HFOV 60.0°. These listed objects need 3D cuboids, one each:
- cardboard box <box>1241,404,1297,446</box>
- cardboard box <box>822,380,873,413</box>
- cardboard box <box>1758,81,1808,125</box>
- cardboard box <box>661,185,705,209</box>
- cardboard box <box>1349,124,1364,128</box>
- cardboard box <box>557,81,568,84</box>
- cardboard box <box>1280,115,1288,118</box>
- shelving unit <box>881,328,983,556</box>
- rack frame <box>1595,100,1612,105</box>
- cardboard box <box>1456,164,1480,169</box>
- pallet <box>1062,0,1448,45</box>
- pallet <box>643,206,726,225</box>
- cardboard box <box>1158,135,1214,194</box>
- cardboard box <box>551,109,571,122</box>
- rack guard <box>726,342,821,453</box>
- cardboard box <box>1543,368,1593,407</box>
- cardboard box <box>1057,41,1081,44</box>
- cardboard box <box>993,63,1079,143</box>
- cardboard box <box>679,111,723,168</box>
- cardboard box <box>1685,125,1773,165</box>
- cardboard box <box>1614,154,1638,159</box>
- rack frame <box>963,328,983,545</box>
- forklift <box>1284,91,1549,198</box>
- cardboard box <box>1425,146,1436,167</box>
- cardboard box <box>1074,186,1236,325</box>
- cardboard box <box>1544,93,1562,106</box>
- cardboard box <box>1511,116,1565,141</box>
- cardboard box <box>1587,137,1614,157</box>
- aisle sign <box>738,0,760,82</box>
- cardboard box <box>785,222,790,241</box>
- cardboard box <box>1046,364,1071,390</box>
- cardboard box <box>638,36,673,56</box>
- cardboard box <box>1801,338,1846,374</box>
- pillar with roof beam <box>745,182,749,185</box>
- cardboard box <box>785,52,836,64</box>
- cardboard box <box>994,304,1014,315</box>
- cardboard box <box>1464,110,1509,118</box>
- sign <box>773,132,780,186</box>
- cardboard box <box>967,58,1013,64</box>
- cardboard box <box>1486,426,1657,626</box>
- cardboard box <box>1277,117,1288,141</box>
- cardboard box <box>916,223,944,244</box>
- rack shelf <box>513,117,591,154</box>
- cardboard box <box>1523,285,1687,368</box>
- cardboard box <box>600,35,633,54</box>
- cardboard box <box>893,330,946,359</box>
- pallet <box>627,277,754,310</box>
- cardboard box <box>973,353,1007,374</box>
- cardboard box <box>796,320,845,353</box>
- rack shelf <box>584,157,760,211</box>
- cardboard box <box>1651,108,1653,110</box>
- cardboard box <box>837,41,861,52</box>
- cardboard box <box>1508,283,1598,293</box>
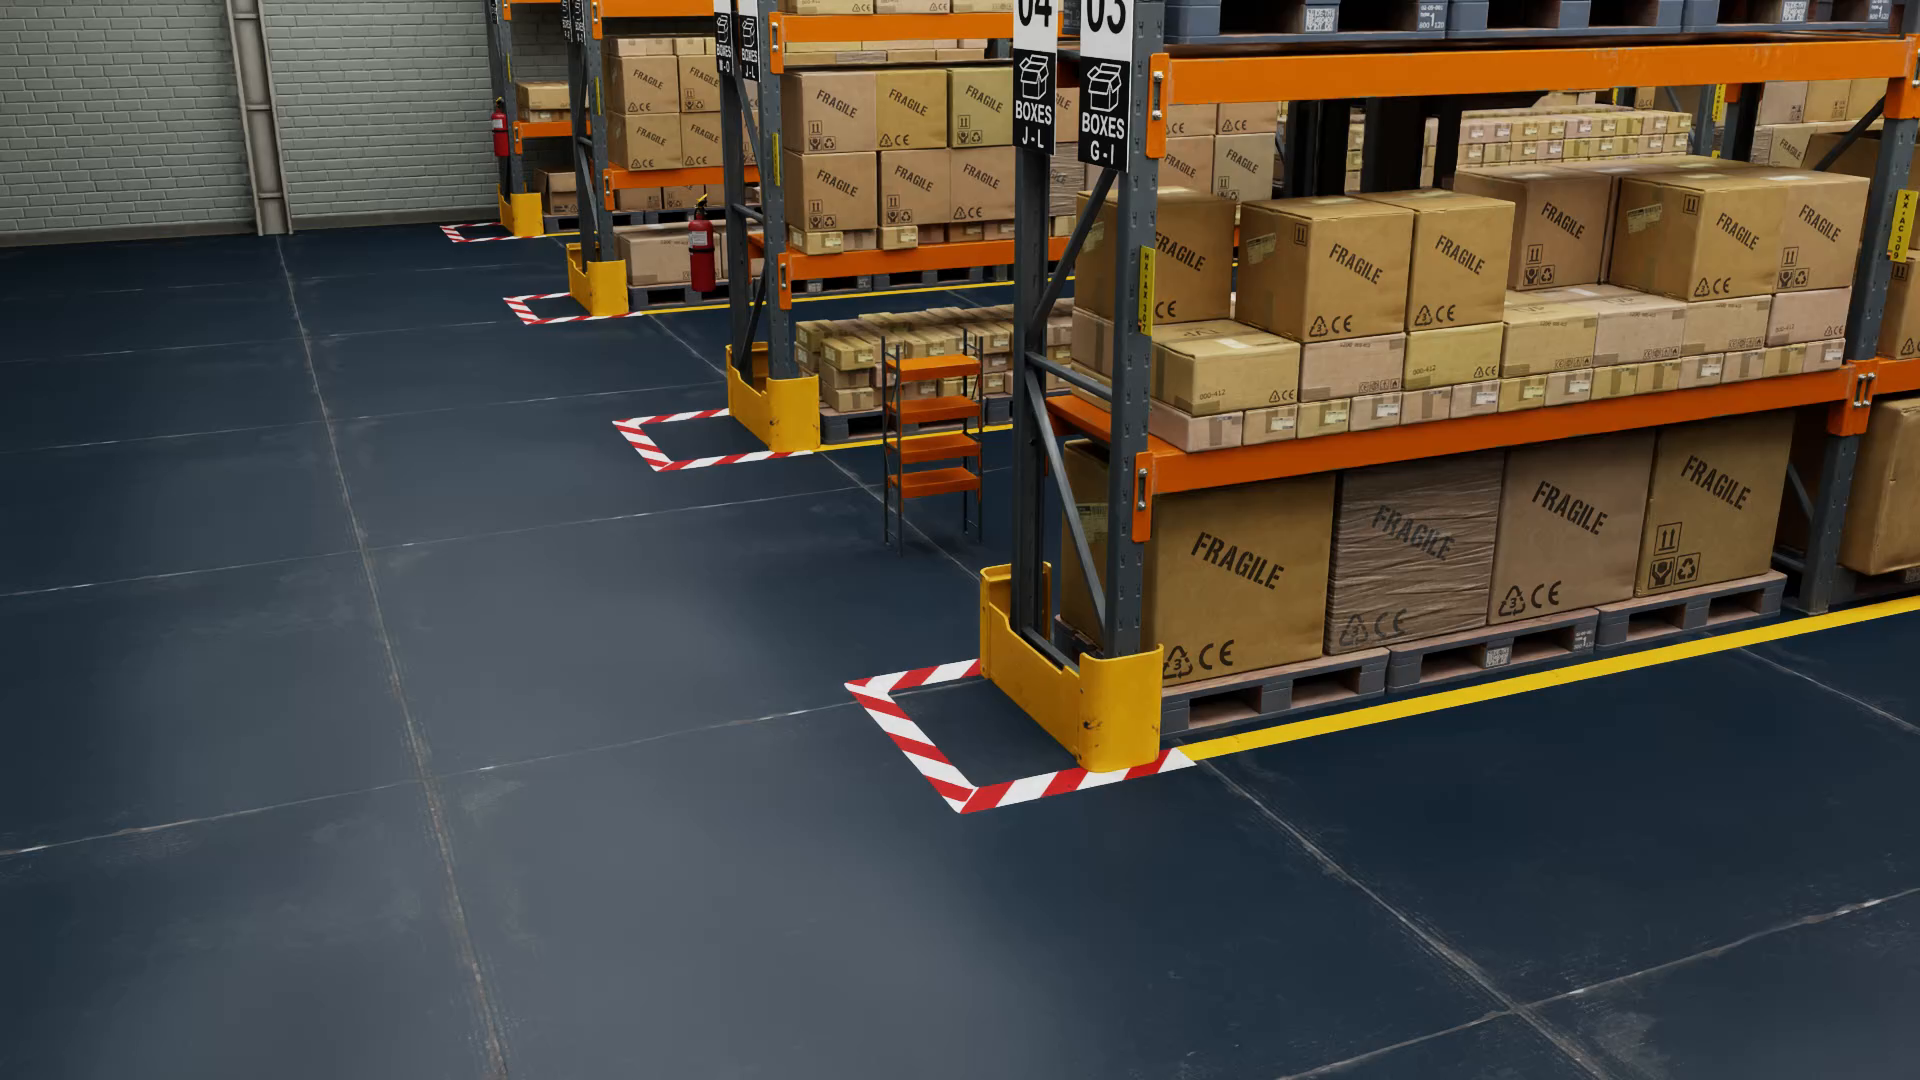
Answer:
[{"bbox_3d":[1.176,-0.519,6.857,0.250,0.149,0.380,-8,21,-23],"label":"cardboard box"},{"bbox_3d":[-0.780,-1.007,11.527,0.250,0.149,0.380,-8,21,-21],"label":"cardboard box"},{"bbox_3d":[6.838,-3.877,14.360,0.500,0.500,0.700,-8,21,-23],"label":"cardboard box"},{"bbox_3d":[-3.486,-4.402,20.640,0.500,0.500,0.500,-8,21,-21],"label":"cardboard box"},{"bbox_3d":[3.083,-3.019,12.431,0.250,0.149,0.380,-8,21,-20],"label":"cardboard box"},{"bbox_3d":[-4.620,-5.471,20.321,0.500,0.250,0.500,-8,21,-22],"label":"cardboard box"},{"bbox_3d":[3.543,-4.515,18.054,0.500,0.250,0.500,-9,21,-24],"label":"cardboard box"},{"bbox_3d":[-0.152,-0.544,9.261,0.503,1.200,0.258,-8,21,-22],"label":"shelving unit"},{"bbox_3d":[7.577,-5.258,19.938,0.127,3.000,1.000,-8,21,-22],"label":"rack frame"},{"bbox_3d":[3.777,-2.836,12.807,0.250,0.149,0.380,-9,21,-24],"label":"cardboard box"},{"bbox_3d":[1.161,-2.131,6.674,1.213,0.211,1.003,-8,21,-22],"label":"pallet"},{"bbox_3d":[-3.491,-4.151,20.994,1.213,0.211,1.003,-8,21,-22],"label":"pallet"},{"bbox_3d":[1.476,-2.679,12.015,0.500,0.500,0.500,-9,21,-23],"label":"cardboard box"},{"bbox_3d":[-4.785,-5.081,19.814,0.250,0.149,0.380,-8,21,-21],"label":"cardboard box"},{"bbox_3d":[-1.318,-1.014,11.648,0.348,0.500,1.175,-8,21,-22],"label":"rack guard"},{"bbox_3d":[2.593,-0.722,7.435,0.250,0.149,0.380,-8,21,-21],"label":"cardboard box"},{"bbox_3d":[1.015,-4.930,17.350,0.500,0.500,0.500,-8,21,-21],"label":"cardboard box"},{"bbox_3d":[0.543,-3.018,11.473,0.500,0.500,0.500,-9,21,-24],"label":"cardboard box"},{"bbox_3d":[-2.433,-3.777,15.581,0.500,0.500,0.500,-8,21,-23],"label":"cardboard box"},{"bbox_3d":[6.477,-3.259,14.111,0.500,0.500,0.500,-8,21,-21],"label":"cardboard box"},{"bbox_3d":[5.222,-3.044,13.395,0.250,0.149,0.380,-8,21,-21],"label":"cardboard box"},{"bbox_3d":[0.072,-0.576,9.352,0.015,1.200,0.240,-8,21,-22],"label":"rack frame"},{"bbox_3d":[2.810,-1.827,10.298,3.031,2.935,1.130,-9,21,-24],"label":"forklift"},{"bbox_3d":[3.542,-2.944,12.664,0.250,0.149,0.380,-9,21,-24],"label":"cardboard box"},{"bbox_3d":[0.827,-1.224,7.132,0.500,0.500,0.500,-8,21,-21],"label":"cardboard box"},{"bbox_3d":[6.742,-5.111,19.268,0.250,0.149,0.380,-9,21,-23],"label":"cardboard box"},{"bbox_3d":[4.501,-3.222,13.005,0.250,0.149,0.380,-7,21,-19],"label":"cardboard box"},{"bbox_3d":[4.970,-3.147,13.242,0.250,0.149,0.380,-8,21,-22],"label":"cardboard box"},{"bbox_3d":[-1.336,-3.308,10.486,0.004,0.787,0.394,-8,21,-22],"label":"aisle sign"},{"bbox_3d":[-1.200,-2.193,11.613,0.250,0.149,0.380,-8,21,-22],"label":"cardboard box"},{"bbox_3d":[0.635,-1.215,12.116,0.250,0.149,0.380,-8,21,-22],"label":"cardboard box"},{"bbox_3d":[-2.793,-4.522,15.216,0.250,0.149,0.380,-8,21,-21],"label":"cardboard box"},{"bbox_3d":[4.007,-0.925,8.010,0.250,0.149,0.380,-8,21,-22],"label":"cardboard box"},{"bbox_3d":[-1.029,-7.419,17.042,0.400,9.000,9.100,-8,21,-22],"label":"pillar with roof beam"},{"bbox_3d":[-1.489,-4.380,15.789,0.500,0.500,0.500,-8,21,-22],"label":"cardboard box"},{"bbox_3d":[0.442,-1.663,12.493,0.250,0.149,0.380,-8,21,-22],"label":"cardboard box"},{"bbox_3d":[4.251,-3.420,13.569,0.250,0.149,0.380,-7,21,-20],"label":"cardboard box"},{"bbox_3d":[-1.173,-2.426,10.591,0.005,0.325,0.100,-8,21,-22],"label":"sign"},{"bbox_3d":[0.358,-3.186,11.951,0.500,0.500,0.500,-9,21,-24],"label":"cardboard box"},{"bbox_3d":[2.693,-0.198,8.135,0.875,0.875,0.875,-8,21,-22],"label":"cardboard box"},{"bbox_3d":[2.576,-3.181,12.891,0.250,0.149,0.380,-7,21,-19],"label":"cardboard box"},{"bbox_3d":[-0.291,-2.148,11.484,0.250,0.149,0.380,-7,21,-19],"label":"cardboard box"},{"bbox_3d":[-3.574,-5.116,20.618,4.000,0.370,1.077,-8,21,-22],"label":"rack shelf"},{"bbox_3d":[2.913,-0.979,7.563,0.500,0.250,0.500,-8,21,-21],"label":"cardboard box"},{"bbox_3d":[-3.191,-4.612,15.471,0.250,0.149,0.380,-8,21,-21],"label":"cardboard box"},{"bbox_3d":[-0.284,-1.349,11.601,0.250,0.149,0.380,-8,21,-22],"label":"cardboard box"},{"bbox_3d":[-2.738,-2.493,16.284,1.213,0.211,1.003,-8,21,-22],"label":"pallet"},{"bbox_3d":[0.143,-1.310,11.937,0.250,0.149,0.380,-9,21,-25],"label":"cardboard box"},{"bbox_3d":[-1.002,-1.464,11.927,0.250,0.149,0.380,-8,21,-21],"label":"cardboard box"},{"bbox_3d":[-1.605,-3.603,16.321,4.000,0.370,1.077,-8,21,-22],"label":"rack shelf"},{"bbox_3d":[8.205,-5.132,19.958,0.250,0.149,0.380,-8,21,-20],"label":"cardboard box"},{"bbox_3d":[-1.124,-4.743,15.845,0.250,0.149,0.380,-9,21,-23],"label":"cardboard box"},{"bbox_3d":[2.690,-1.137,8.013,0.500,0.250,0.500,-8,21,-21],"label":"cardboard box"}]
